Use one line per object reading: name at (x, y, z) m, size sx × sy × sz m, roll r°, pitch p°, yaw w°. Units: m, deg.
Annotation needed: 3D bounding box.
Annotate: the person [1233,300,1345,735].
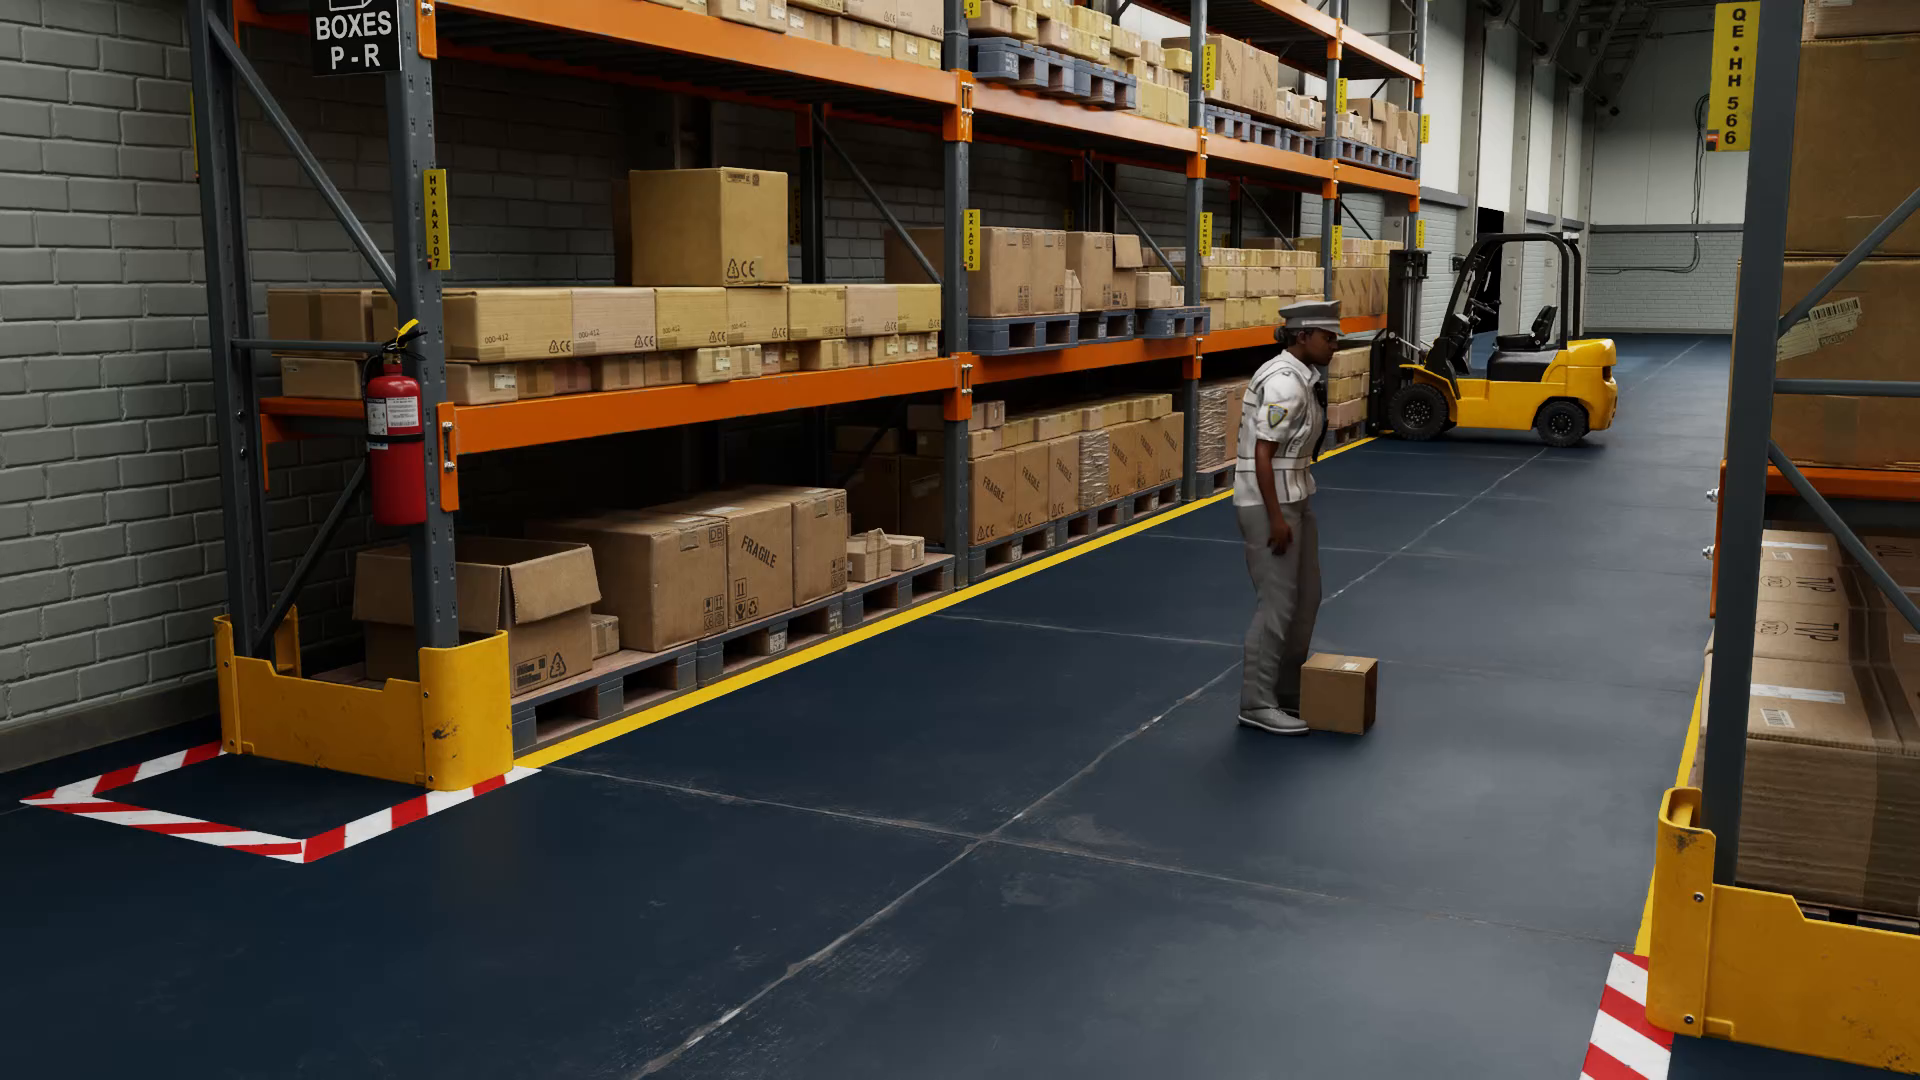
person at (1.288, -0.105, 6.526) m, size 0.417 × 1.657 × 0.515 m, roll 4°, pitch 10°, yaw 25°
